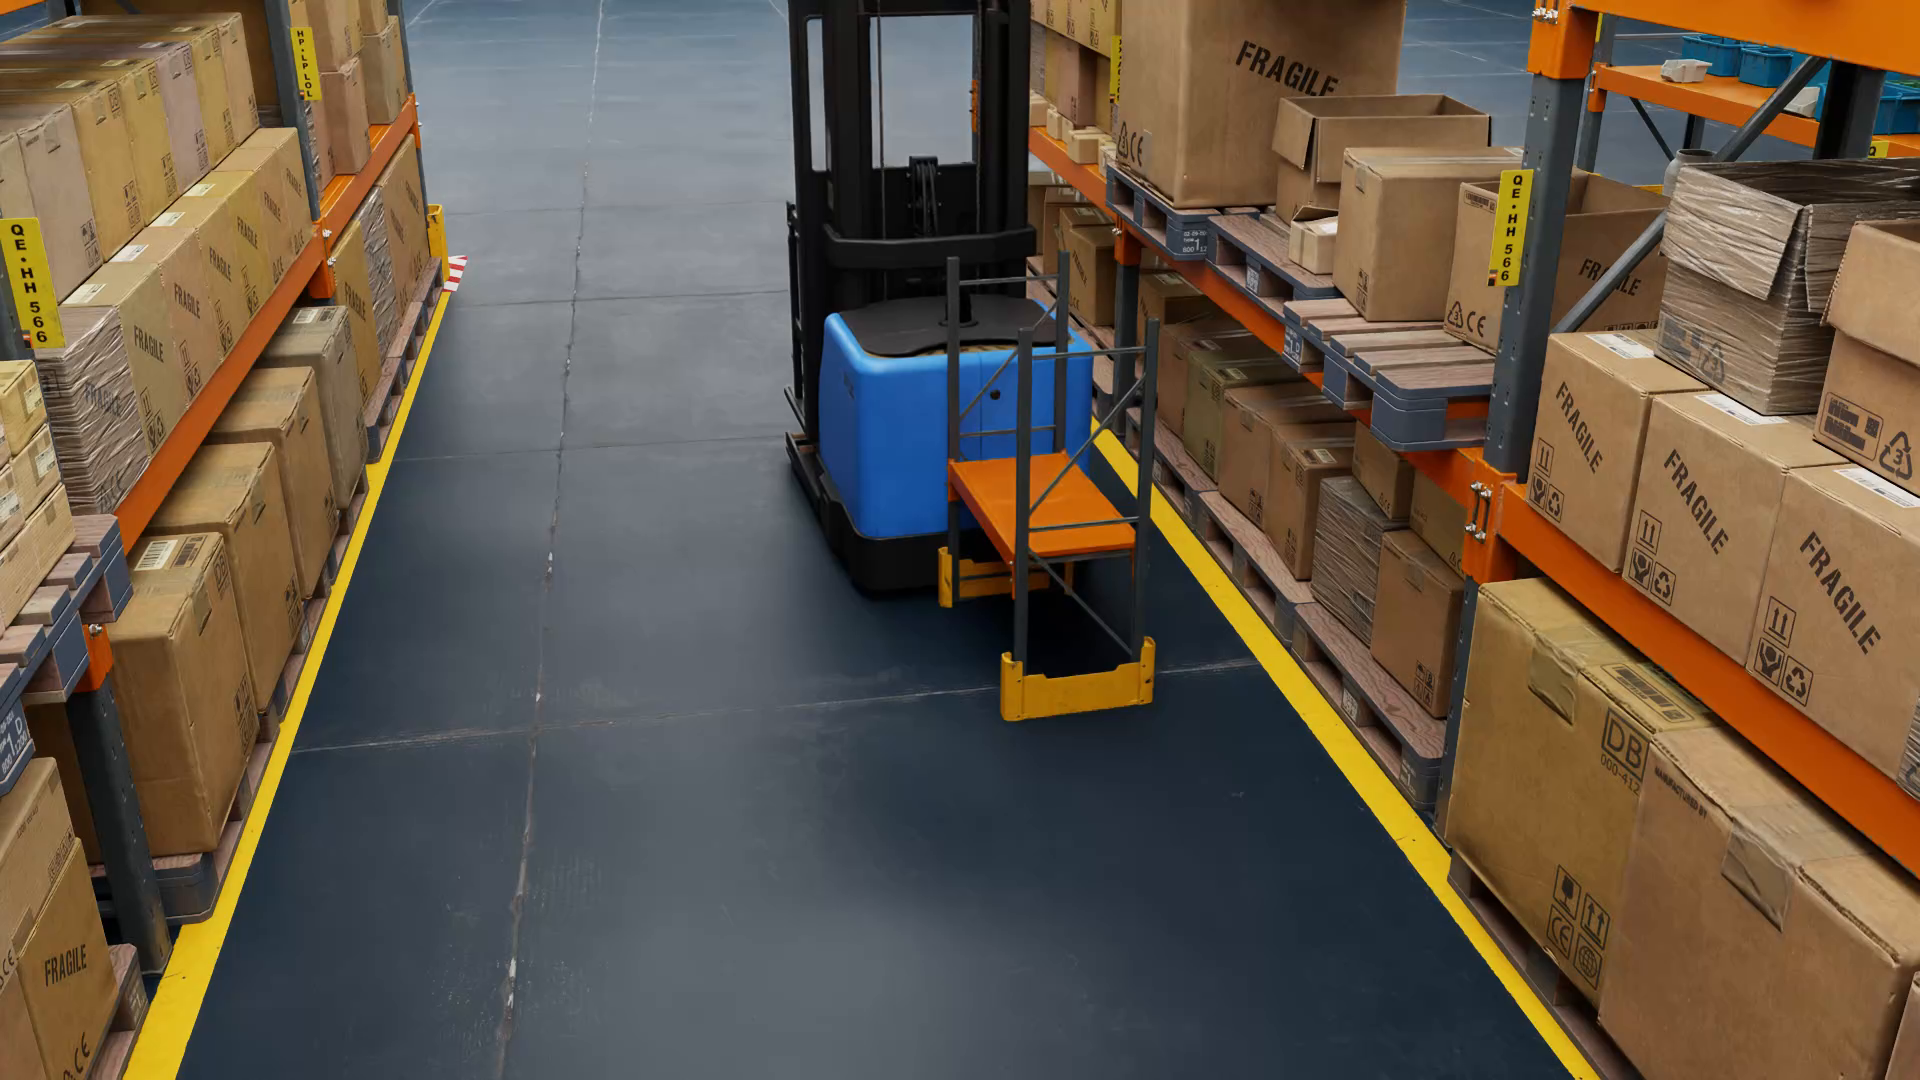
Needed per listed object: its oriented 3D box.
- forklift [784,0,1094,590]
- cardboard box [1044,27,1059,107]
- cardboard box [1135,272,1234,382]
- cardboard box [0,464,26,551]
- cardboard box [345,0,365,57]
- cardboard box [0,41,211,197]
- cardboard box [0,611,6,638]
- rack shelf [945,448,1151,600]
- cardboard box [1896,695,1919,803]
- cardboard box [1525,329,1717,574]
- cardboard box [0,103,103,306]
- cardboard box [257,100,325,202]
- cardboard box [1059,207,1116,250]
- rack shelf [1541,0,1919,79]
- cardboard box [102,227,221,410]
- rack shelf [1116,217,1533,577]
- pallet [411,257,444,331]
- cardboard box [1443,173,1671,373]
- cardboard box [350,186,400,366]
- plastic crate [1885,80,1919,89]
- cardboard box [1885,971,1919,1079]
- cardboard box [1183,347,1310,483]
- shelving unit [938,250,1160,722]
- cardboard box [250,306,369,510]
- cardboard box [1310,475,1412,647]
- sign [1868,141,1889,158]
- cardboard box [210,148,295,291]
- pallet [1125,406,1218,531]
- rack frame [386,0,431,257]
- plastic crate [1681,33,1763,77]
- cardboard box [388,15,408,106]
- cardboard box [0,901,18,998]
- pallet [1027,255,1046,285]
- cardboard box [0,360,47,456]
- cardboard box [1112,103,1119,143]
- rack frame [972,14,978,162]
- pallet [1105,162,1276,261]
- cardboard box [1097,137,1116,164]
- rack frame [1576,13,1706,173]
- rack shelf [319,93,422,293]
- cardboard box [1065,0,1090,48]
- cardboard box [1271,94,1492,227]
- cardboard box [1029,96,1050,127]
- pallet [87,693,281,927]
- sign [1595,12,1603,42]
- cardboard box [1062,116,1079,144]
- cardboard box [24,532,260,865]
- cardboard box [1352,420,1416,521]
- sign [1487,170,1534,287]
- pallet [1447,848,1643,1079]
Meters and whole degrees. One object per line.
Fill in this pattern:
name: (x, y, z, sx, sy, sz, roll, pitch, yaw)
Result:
forklift: (-0.281, -1.692, 7.962, 1.130, 2.935, 3.031, -6, 24, -13)
cardboard box: (1.008, -2.944, 10.247, 0.875, 0.500, 0.500, -4, 24, -10)
cardboard box: (1.297, -1.199, 9.347, 0.500, 0.500, 0.500, -5, 24, -11)
cardboard box: (-2.232, -0.040, 3.511, 0.380, 0.149, 0.250, -3, 24, -8)
cardboard box: (-3.883, -3.014, 9.367, 0.875, 0.550, 0.500, -4, 24, -10)
cardboard box: (-3.274, -1.573, 6.230, 0.700, 0.500, 0.500, -4, 24, -9)
cardboard box: (-2.187, 0.190, 3.356, 0.380, 0.149, 0.250, -4, 24, -9)
rack shelf: (0.319, -0.084, 6.518, 0.538, 0.185, 1.000, -6, 24, -13)
cardboard box: (2.180, 0.347, 3.082, 0.500, 0.500, 0.500, -4, 24, -10)
cardboard box: (1.894, -0.253, 4.457, 0.500, 0.500, 0.500, -4, 24, -8)
cardboard box: (-2.990, -0.972, 4.853, 0.700, 0.500, 0.500, -5, 24, -11)
cardboard box: (-3.642, -1.878, 8.114, 0.875, 0.550, 0.550, -4, 24, -10)
cardboard box: (0.932, -1.885, 10.917, 0.500, 0.500, 0.500, -2, 24, -5)
rack shelf: (2.441, -0.677, 2.704, 1.077, 0.370, 4.000, -4, 24, -10)
cardboard box: (-2.829, -0.732, 5.553, 0.500, 0.500, 0.500, -4, 24, -10)
rack shelf: (1.701, -0.876, 6.906, 1.077, 0.370, 4.000, -4, 24, -10)
pallet: (-4.077, -1.652, 11.268, 1.003, 0.211, 1.213, -4, 24, -10)
cardboard box: (1.932, -0.867, 5.337, 0.500, 0.500, 0.500, -7, 25, -16)
cardboard box: (-3.780, -1.490, 9.545, 0.875, 0.875, 0.875, -4, 24, -9)
plastic crate: (6.225, -2.816, 10.716, 0.450, 0.188, 0.662, -4, 24, -10)
cardboard box: (2.507, 1.334, 3.078, 1.225, 0.875, 0.875, -5, 24, -12)
cardboard box: (1.493, -0.616, 7.986, 0.700, 0.500, 0.500, -4, 24, -10)
shelving unit: (0.321, -0.245, 6.438, 0.587, 1.500, 1.083, -6, 24, -13)
cardboard box: (-3.359, -0.589, 7.637, 1.050, 0.750, 0.750, -4, 24, -10)
cardboard box: (1.812, 0.046, 6.471, 0.700, 0.500, 0.500, -6, 24, -14)
sign: (2.616, -0.992, 4.826, 0.100, 0.325, 0.005, -4, 24, -10)
cardboard box: (-3.109, -1.326, 6.914, 0.500, 0.500, 0.500, -5, 24, -10)
pallet: (1.477, -0.408, 8.421, 1.003, 0.211, 1.213, -4, 24, -10)
rack frame: (-4.301, -3.238, 11.417, 1.000, 3.000, 0.127, -4, 24, -10)
plastic crate: (5.846, -3.689, 12.635, 0.499, 0.251, 0.616, -4, 24, -10)
cardboard box: (-4.188, -3.164, 11.060, 0.875, 0.550, 0.550, -4, 24, -10)
cardboard box: (-2.334, 0.965, 3.453, 0.500, 0.250, 0.500, -4, 24, -9)
pallet: (0.721, -1.936, 11.918, 1.003, 0.211, 1.213, -4, 24, -10)
cardboard box: (-2.281, -0.283, 3.695, 0.380, 0.149, 0.250, -5, 24, -12)
cardboard box: (1.309, -2.356, 8.900, 0.875, 0.500, 0.500, -4, 24, -10)
rack frame: (0.592, -3.566, 12.166, 1.000, 3.000, 0.127, -4, 24, -10)
pallet: (1.330, -1.593, 7.889, 1.003, 0.211, 1.213, -4, 24, -10)
cardboard box: (0.979, -2.142, 9.220, 0.380, 0.149, 0.250, -4, 24, -10)
rack frame: (5.459, -3.932, 13.005, 1.000, 3.000, 0.127, -4, 24, -10)
rack shelf: (-3.932, -2.122, 9.759, 1.077, 0.370, 4.000, -4, 24, -10)
cardboard box: (0.884, -2.986, 9.093, 0.500, 0.500, 0.500, -4, 24, -10)
cardboard box: (1.743, -1.557, 6.913, 0.797, 0.503, 0.637, -2, 24, -4)
cardboard box: (0.592, -2.723, 10.552, 0.380, 0.149, 0.250, -4, 24, -10)
pallet: (-2.894, 0.871, 5.493, 1.003, 0.211, 1.213, -4, 24, -10)
sign: (4.918, -4.020, 12.861, 0.100, 0.325, 0.005, -4, 24, -10)
cardboard box: (0.820, -2.435, 9.892, 0.380, 0.149, 0.250, -4, 24, -10)
cardboard box: (-2.846, 0.501, 5.142, 1.050, 0.750, 0.750, -5, 24, -10)
cardboard box: (1.810, -0.288, 6.298, 0.500, 0.250, 0.500, -2, 24, -4)
sign: (1.539, -0.869, 4.645, 0.100, 0.325, 0.005, -4, 24, -10)
pallet: (2.143, 1.175, 4.796, 1.003, 0.211, 1.213, -4, 24, -10)
